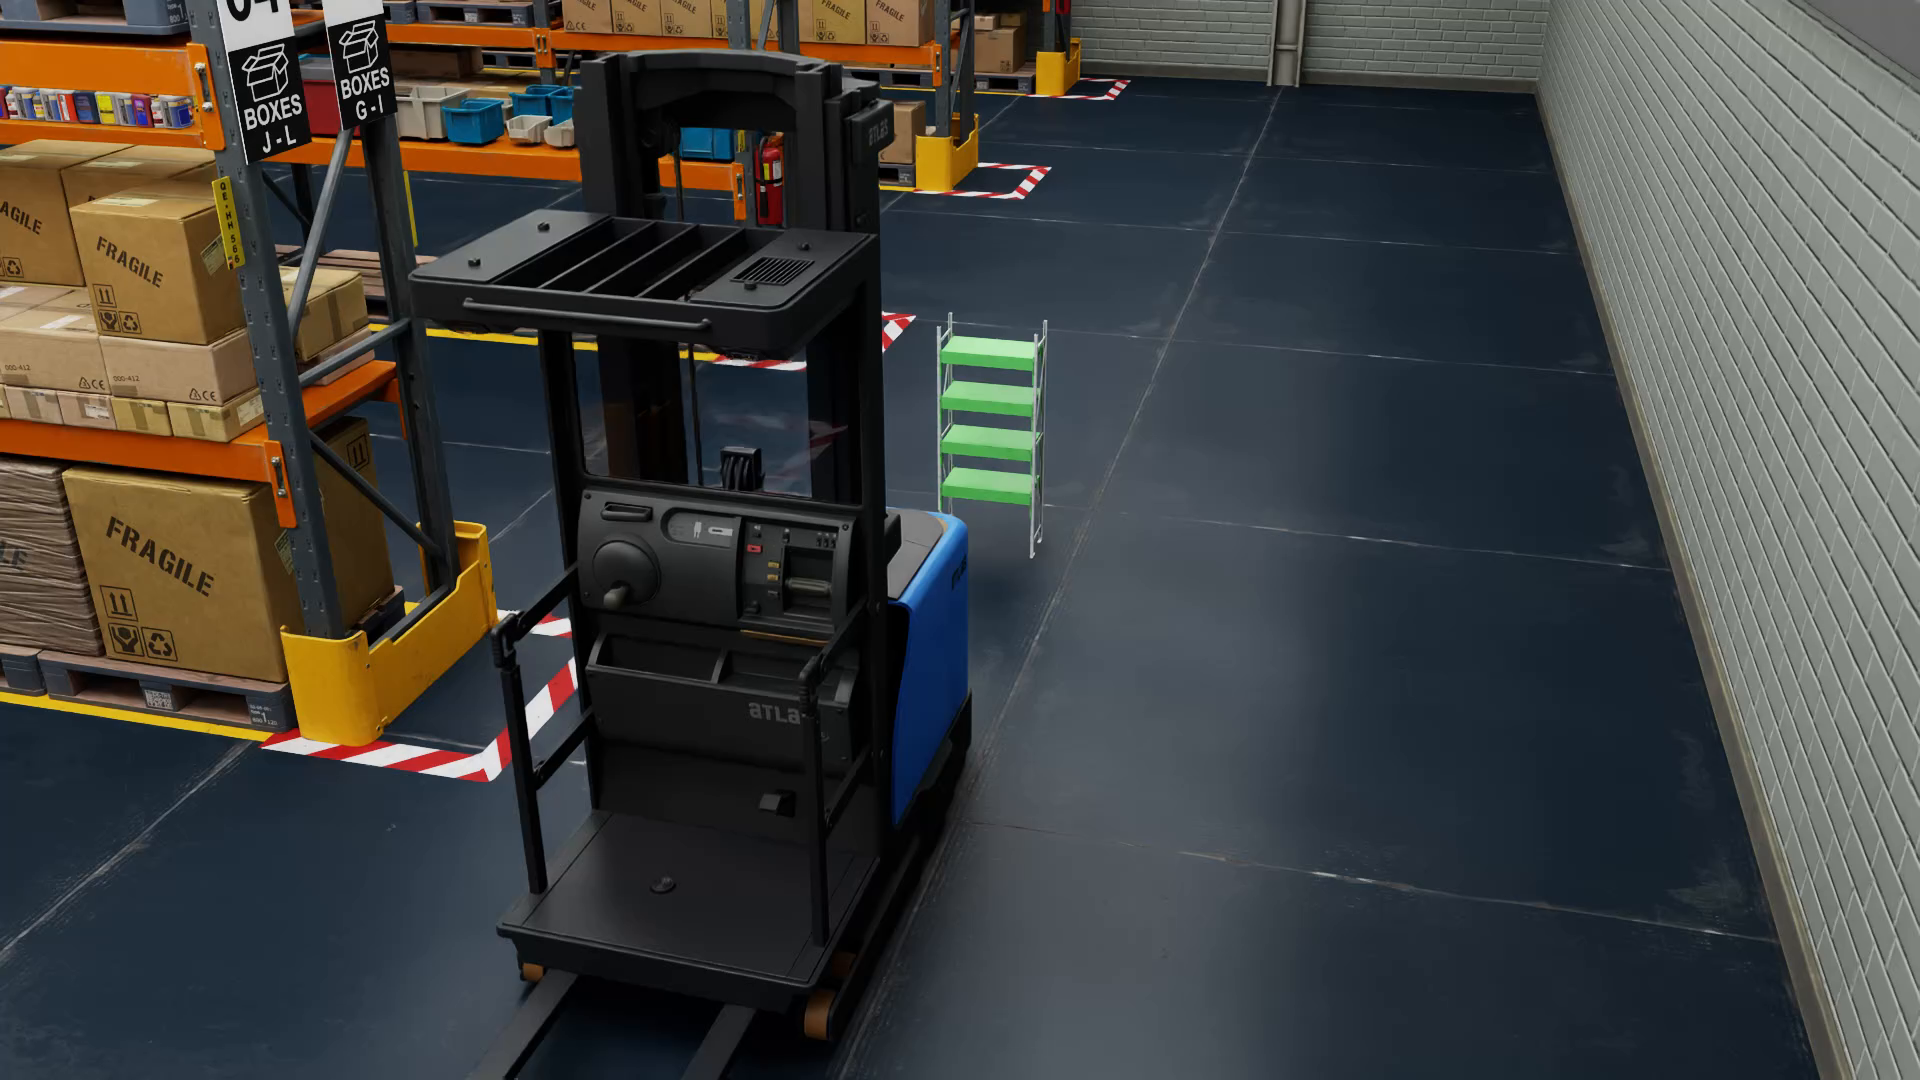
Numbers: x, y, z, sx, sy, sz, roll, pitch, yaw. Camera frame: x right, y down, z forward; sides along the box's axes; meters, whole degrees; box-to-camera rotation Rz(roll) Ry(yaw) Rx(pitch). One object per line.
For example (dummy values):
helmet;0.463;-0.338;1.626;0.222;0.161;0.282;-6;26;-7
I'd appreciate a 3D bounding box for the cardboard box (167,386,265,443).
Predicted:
cardboard box;-2.942;-0.537;6.681;0.250;0.149;0.380;7;26;14

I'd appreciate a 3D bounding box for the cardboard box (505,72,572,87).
cardboard box;-4.326;-4.525;17.161;0.500;0.500;0.500;5;26;11

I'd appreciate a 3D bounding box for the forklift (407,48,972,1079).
forklift;-0.843;0.102;5.125;1.130;2.935;3.031;7;26;14

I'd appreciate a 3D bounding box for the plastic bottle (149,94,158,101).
plastic bottle;-6.157;-3.442;12.722;0.097;0.201;0.097;0;25;0

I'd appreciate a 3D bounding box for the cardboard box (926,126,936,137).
cardboard box;-0.364;-3.973;16.410;0.250;0.149;0.380;6;26;13

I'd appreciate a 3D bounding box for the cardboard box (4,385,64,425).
cardboard box;-3.679;-0.619;6.853;0.250;0.149;0.380;7;26;14

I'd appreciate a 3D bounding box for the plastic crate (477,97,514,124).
plastic crate;-3.394;-3.087;11.981;0.466;0.136;0.293;6;26;13

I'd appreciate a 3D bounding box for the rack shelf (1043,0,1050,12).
rack shelf;-0.751;-6.825;20.434;4.000;0.370;1.077;6;26;13

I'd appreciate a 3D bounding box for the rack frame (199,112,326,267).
rack frame;-5.155;-3.240;12.066;0.127;3.000;1.000;6;26;13

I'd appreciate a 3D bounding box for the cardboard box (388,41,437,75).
cardboard box;-5.780;-5.024;17.337;0.500;0.250;0.500;6;26;12

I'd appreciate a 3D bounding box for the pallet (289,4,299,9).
pallet;-7.118;-5.600;17.246;1.003;0.211;1.213;6;26;13

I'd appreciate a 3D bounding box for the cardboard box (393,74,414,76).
cardboard box;-5.817;-4.688;17.504;0.500;0.500;0.500;5;26;11

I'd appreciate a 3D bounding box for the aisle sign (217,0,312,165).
aisle sign;-2.520;-1.791;5.998;0.004;0.787;0.394;6;26;13

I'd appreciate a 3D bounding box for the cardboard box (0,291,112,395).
cardboard box;-3.541;-0.812;6.795;0.500;0.250;0.500;6;26;12

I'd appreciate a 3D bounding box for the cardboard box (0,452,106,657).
cardboard box;-4.036;-0.113;7.480;0.875;0.875;0.875;6;26;13

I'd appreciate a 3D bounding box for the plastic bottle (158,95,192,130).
plastic bottle;-5.618;-3.091;11.898;0.135;0.276;0.152;6;26;13

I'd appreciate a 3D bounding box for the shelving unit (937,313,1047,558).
shelving unit;0.160;-0.524;8.455;0.503;1.200;0.258;6;26;13

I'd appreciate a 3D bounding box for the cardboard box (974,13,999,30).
cardboard box;0.313;-6.261;20.076;0.250;0.149;0.380;6;26;12

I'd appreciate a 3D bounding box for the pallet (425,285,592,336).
pallet;-3.248;-1.788;12.261;1.213;0.211;1.003;6;26;13

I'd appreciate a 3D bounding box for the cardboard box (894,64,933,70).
cardboard box;-0.489;-6.137;20.571;0.500;0.500;0.700;5;26;11

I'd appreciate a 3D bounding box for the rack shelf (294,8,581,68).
rack shelf;-5.855;-5.191;17.001;4.000;0.370;1.077;6;26;13

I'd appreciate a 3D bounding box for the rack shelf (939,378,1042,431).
rack shelf;0.160;-0.683;8.379;0.480;0.148;0.258;6;26;13

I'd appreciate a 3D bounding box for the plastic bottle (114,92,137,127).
plastic bottle;-5.971;-3.131;11.980;0.135;0.276;0.152;6;26;13

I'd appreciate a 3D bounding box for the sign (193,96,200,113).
sign;-5.294;-3.136;11.525;0.005;0.325;0.100;6;26;13

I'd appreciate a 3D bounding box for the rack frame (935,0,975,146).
rack frame;-0.044;-4.873;15.497;0.127;3.000;1.000;6;26;13

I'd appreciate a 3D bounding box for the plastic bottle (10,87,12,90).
plastic bottle;-7.281;-3.548;12.848;0.133;0.283;0.061;6;26;13

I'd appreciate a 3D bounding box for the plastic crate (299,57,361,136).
plastic crate;-4.353;-3.096;11.619;0.583;0.464;0.402;6;26;13

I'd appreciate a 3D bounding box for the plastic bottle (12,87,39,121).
plastic bottle;-6.815;-3.224;12.176;0.135;0.276;0.152;6;26;13

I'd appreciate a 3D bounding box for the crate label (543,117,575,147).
crate label;-2.669;-2.788;11.354;0.243;0.136;0.396;6;26;13

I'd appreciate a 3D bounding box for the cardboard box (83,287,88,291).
cardboard box;-3.418;-1.033;7.258;0.500;0.250;0.500;6;26;12

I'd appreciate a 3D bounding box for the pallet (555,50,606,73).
pallet;-4.639;-6.286;21.708;1.213;0.211;1.003;6;26;13

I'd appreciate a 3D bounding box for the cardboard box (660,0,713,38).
cardboard box;-2.512;-5.071;15.795;0.500;0.500;0.500;6;26;13

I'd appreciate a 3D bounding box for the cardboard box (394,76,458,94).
cardboard box;-5.430;-4.415;16.931;0.500;0.500;0.500;7;26;14

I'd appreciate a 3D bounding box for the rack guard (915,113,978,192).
rack guard;-0.118;-3.753;16.051;0.348;0.500;1.175;6;26;13

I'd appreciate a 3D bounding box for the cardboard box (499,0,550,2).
cardboard box;-4.321;-5.680;16.587;0.500;0.500;0.700;-2;26;-5

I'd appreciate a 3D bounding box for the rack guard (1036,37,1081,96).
rack guard;1.209;-5.805;20.361;0.348;0.500;1.175;6;26;13

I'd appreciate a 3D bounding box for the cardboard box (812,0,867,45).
cardboard box;-1.049;-4.907;15.452;0.500;0.500;0.500;7;26;13

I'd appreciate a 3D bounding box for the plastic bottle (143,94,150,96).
plastic bottle;-6.264;-3.499;12.746;0.133;0.283;0.061;6;26;13

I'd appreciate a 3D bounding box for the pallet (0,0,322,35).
pallet;-3.236;-2.139;6.367;1.213;0.211;1.003;6;26;13

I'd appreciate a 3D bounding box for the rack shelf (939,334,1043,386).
rack shelf;0.160;-0.900;8.276;0.480;0.148;0.258;6;26;13

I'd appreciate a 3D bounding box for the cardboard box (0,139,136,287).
cardboard box;-3.900;-1.425;7.210;0.500;0.500;0.500;6;26;12

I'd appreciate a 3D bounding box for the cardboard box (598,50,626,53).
cardboard box;-4.211;-6.693;21.330;0.750;0.750;0.750;7;26;15

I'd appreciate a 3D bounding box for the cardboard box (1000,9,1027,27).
cardboard box;0.654;-6.393;20.354;0.250;0.149;0.380;6;26;13

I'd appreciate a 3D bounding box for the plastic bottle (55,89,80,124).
plastic bottle;-6.460;-3.185;12.094;0.135;0.276;0.152;6;26;13

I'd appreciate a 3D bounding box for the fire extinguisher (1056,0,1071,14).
fire extinguisher;1.217;-6.524;19.489;0.183;0.674;0.296;6;26;13

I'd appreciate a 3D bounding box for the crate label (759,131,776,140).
crate label;-1.438;-2.927;11.533;0.303;0.233;0.416;6;26;13
